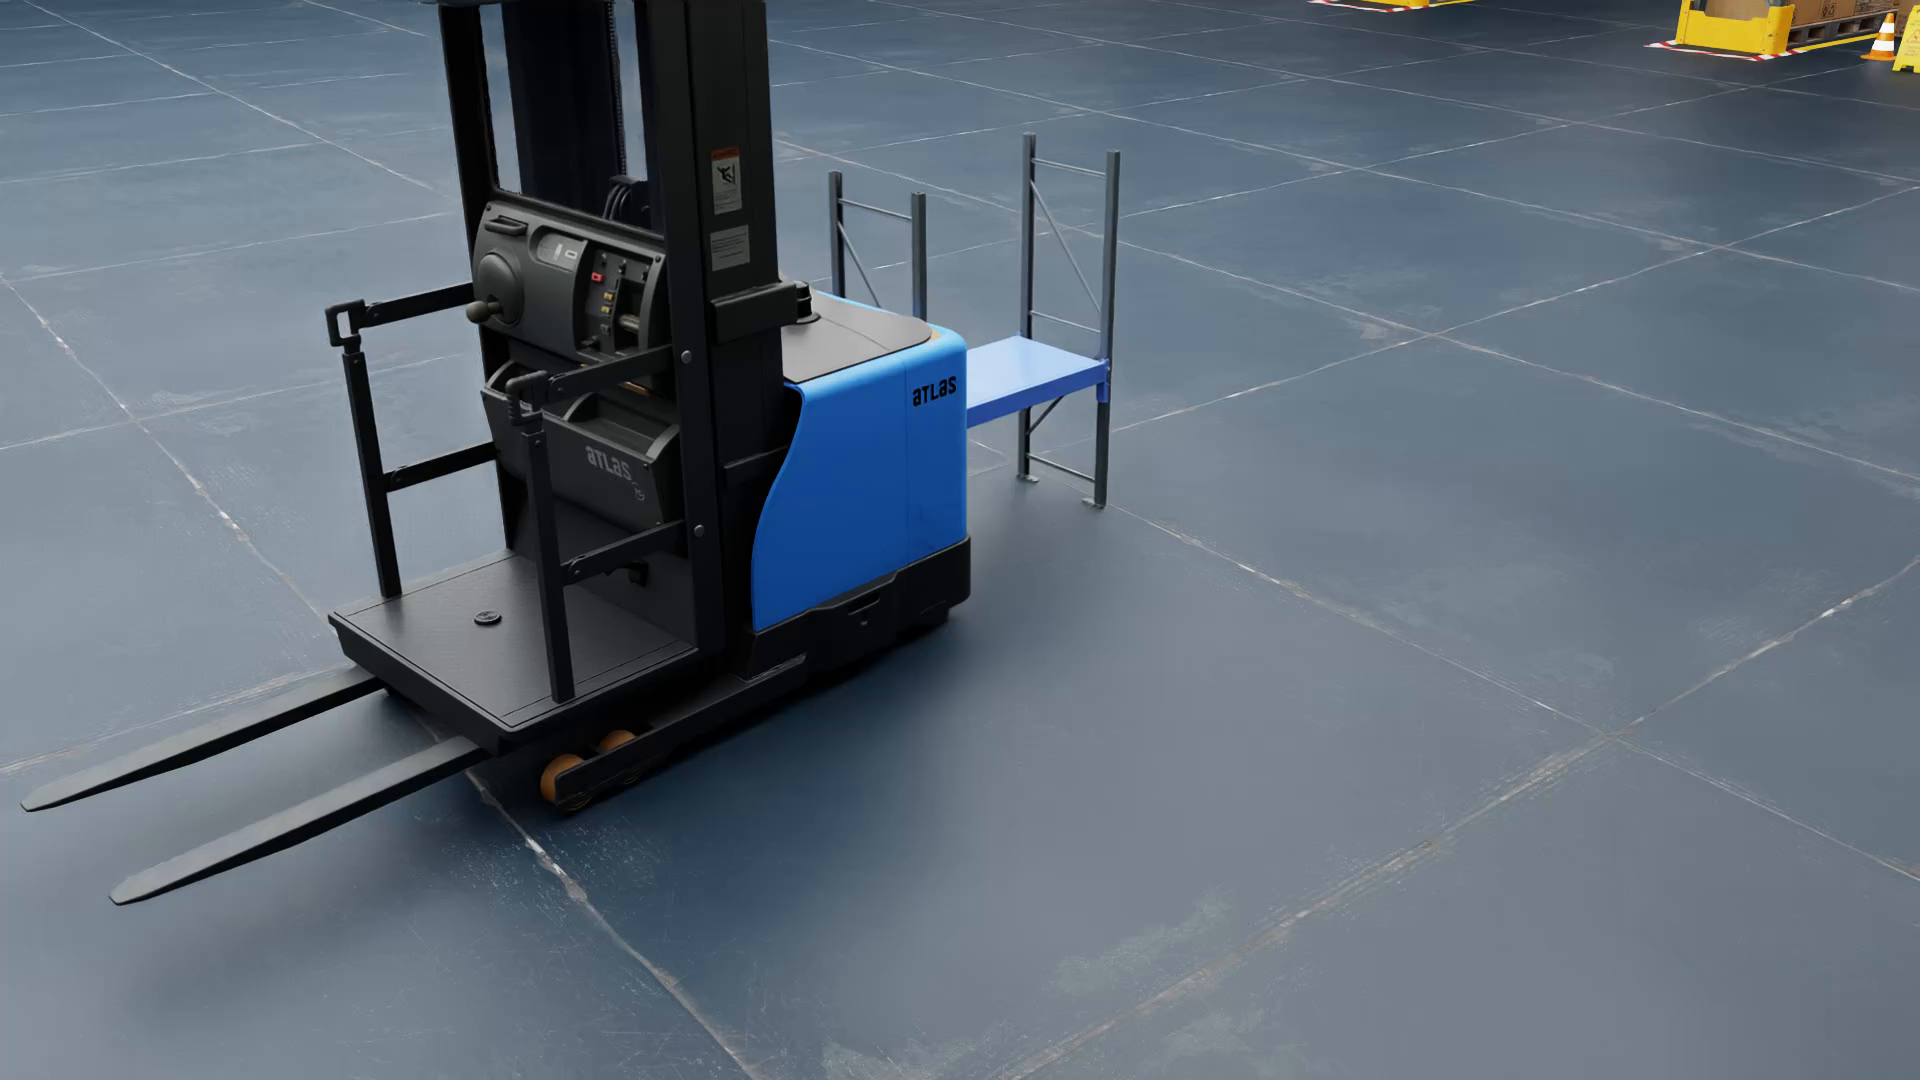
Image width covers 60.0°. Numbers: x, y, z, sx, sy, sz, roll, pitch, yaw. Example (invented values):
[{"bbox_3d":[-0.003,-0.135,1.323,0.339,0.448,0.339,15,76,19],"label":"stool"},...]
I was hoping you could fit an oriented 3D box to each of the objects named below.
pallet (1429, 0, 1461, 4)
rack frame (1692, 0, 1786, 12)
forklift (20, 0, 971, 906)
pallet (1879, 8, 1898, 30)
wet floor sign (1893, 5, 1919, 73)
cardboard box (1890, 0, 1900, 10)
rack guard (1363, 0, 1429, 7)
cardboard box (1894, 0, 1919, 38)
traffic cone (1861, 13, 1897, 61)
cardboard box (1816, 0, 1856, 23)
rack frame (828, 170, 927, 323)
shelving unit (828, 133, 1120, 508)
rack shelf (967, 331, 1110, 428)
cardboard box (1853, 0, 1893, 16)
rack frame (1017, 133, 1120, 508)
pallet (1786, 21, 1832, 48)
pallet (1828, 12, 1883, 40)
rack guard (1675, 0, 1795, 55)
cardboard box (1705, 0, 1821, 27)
[{"bbox_3d":[6.393,-7.521,22.705,1.213,0.211,1.003,-18,31,-34],"label":"pallet"},{"bbox_3d":[8.653,-6.898,18.049,0.127,3.000,1.000,-18,31,-34],"label":"rack frame"},{"bbox_3d":[-1.341,-0.759,4.905,1.130,2.935,3.031,22,33,39],"label":"forklift"},{"bbox_3d":[11.154,-6.500,20.505,1.213,0.211,1.003,-18,31,-34],"label":"pallet"},{"bbox_3d":[9.852,-5.166,17.115,0.267,0.644,0.232,21,32,37],"label":"wet floor sign"},{"bbox_3d":[11.263,-7.023,20.345,0.875,0.875,0.875,-18,30,-33],"label":"cardboard box"},{"bbox_3d":[5.732,-7.453,22.215,0.348,0.500,1.175,-18,31,-34],"label":"rack guard"},{"bbox_3d":[11.213,-6.061,19.213,0.500,0.500,0.500,-13,28,-25],"label":"cardboard box"},{"bbox_3d":[9.948,-5.415,17.867,0.334,0.463,0.336,-18,31,-34],"label":"traffic cone"},{"bbox_3d":[9.837,-6.552,19.329,0.875,0.875,0.875,-19,31,-35],"label":"cardboard box"},{"bbox_3d":[-0.302,-0.600,6.262,0.032,1.500,0.500,-22,33,-39],"label":"rack frame"},{"bbox_3d":[0.068,-0.747,6.579,1.048,1.500,0.538,-22,33,-39],"label":"shelving unit"},{"bbox_3d":[0.068,-0.584,6.655,1.000,0.185,0.538,-22,33,-39],"label":"rack shelf"},{"bbox_3d":[10.556,-6.788,19.838,0.875,0.875,0.875,-18,30,-34],"label":"cardboard box"},{"bbox_3d":[0.437,-0.894,6.895,0.032,1.500,0.500,-22,33,-39],"label":"rack frame"},{"bbox_3d":[9.234,-5.866,19.140,1.213,0.211,1.003,-18,31,-34],"label":"pallet"},{"bbox_3d":[10.194,-6.182,19.819,1.213,0.211,1.003,-18,31,-34],"label":"pallet"},{"bbox_3d":[8.635,-5.758,18.562,0.348,0.500,1.175,-18,31,-34],"label":"rack guard"},{"bbox_3d":[9.146,-6.322,18.835,0.875,0.875,0.875,-18,30,-34],"label":"cardboard box"}]
